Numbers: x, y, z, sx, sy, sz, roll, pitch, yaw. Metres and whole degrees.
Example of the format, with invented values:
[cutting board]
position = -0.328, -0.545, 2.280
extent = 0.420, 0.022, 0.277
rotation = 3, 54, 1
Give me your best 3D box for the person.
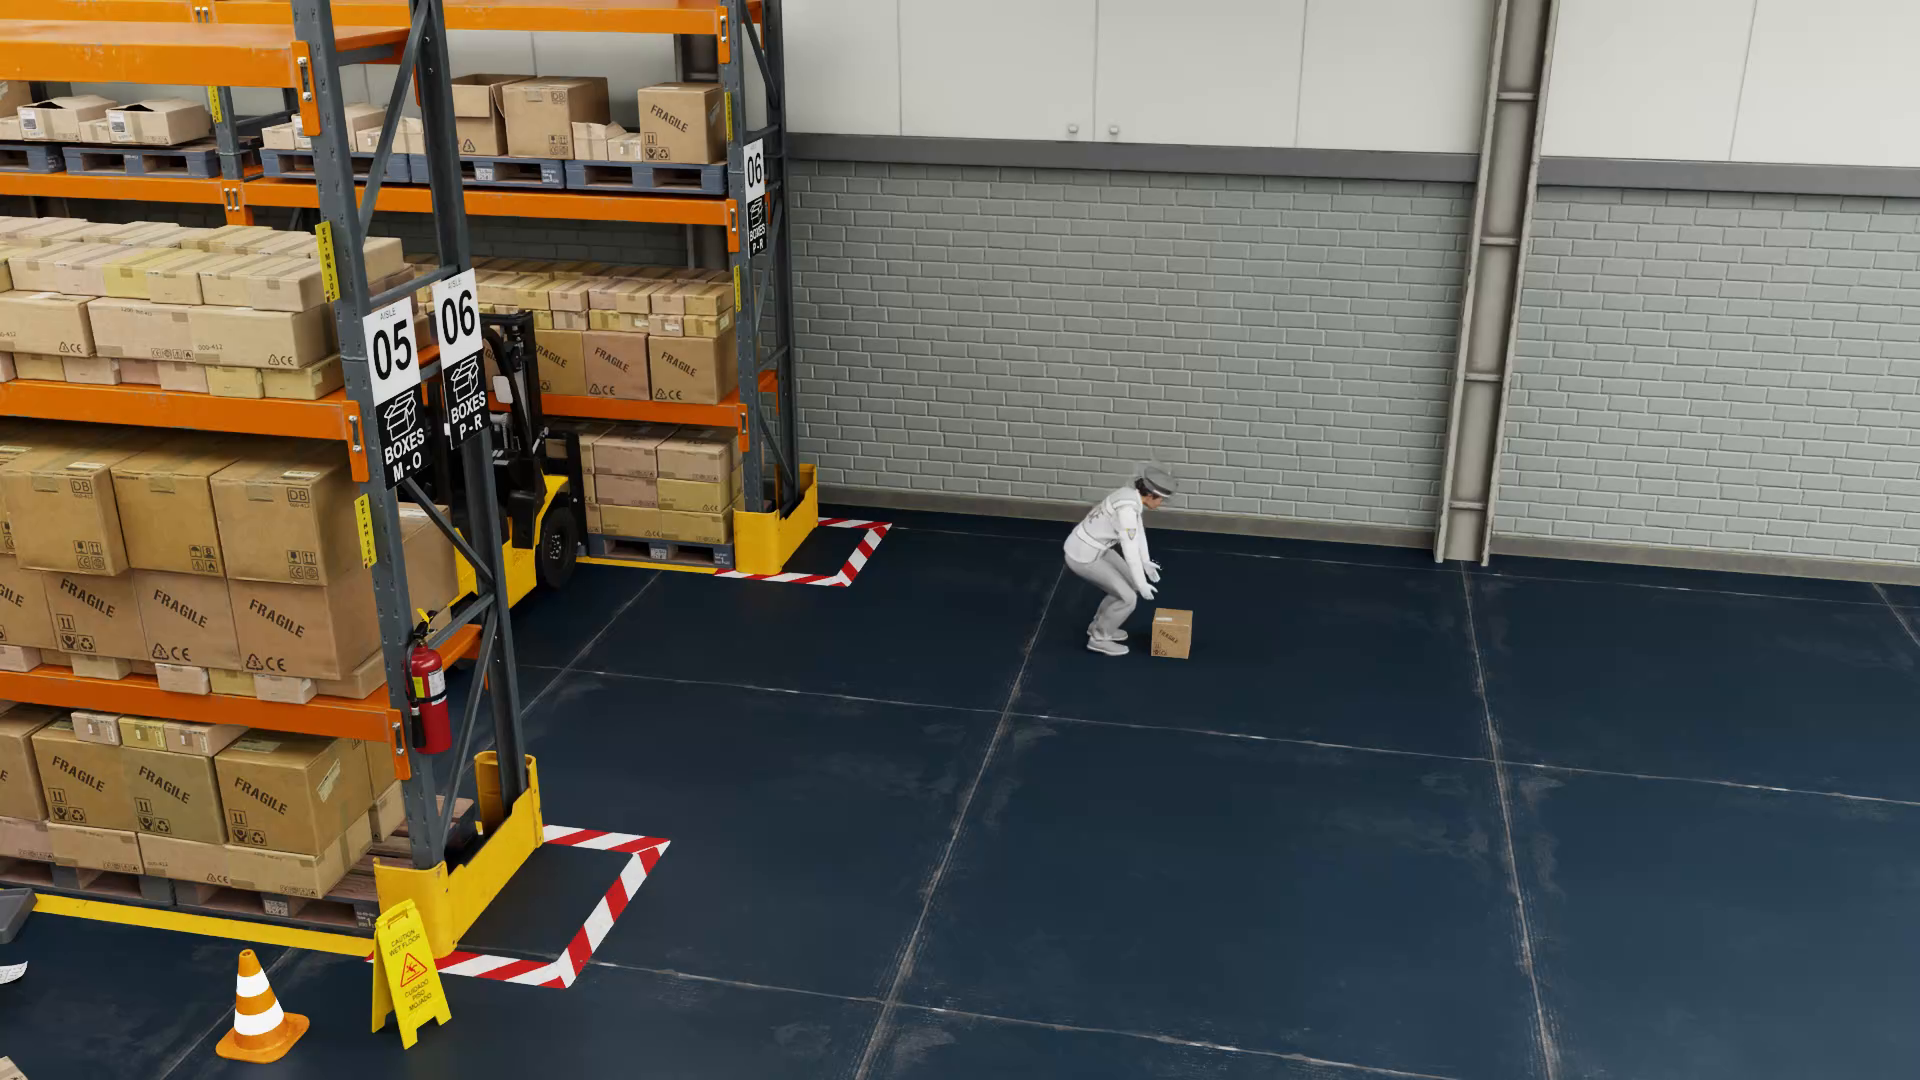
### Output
[person]
position = 1.084, 0.118, 11.303
extent = 0.752, 1.292, 0.533
rotation = 4, 22, 11
